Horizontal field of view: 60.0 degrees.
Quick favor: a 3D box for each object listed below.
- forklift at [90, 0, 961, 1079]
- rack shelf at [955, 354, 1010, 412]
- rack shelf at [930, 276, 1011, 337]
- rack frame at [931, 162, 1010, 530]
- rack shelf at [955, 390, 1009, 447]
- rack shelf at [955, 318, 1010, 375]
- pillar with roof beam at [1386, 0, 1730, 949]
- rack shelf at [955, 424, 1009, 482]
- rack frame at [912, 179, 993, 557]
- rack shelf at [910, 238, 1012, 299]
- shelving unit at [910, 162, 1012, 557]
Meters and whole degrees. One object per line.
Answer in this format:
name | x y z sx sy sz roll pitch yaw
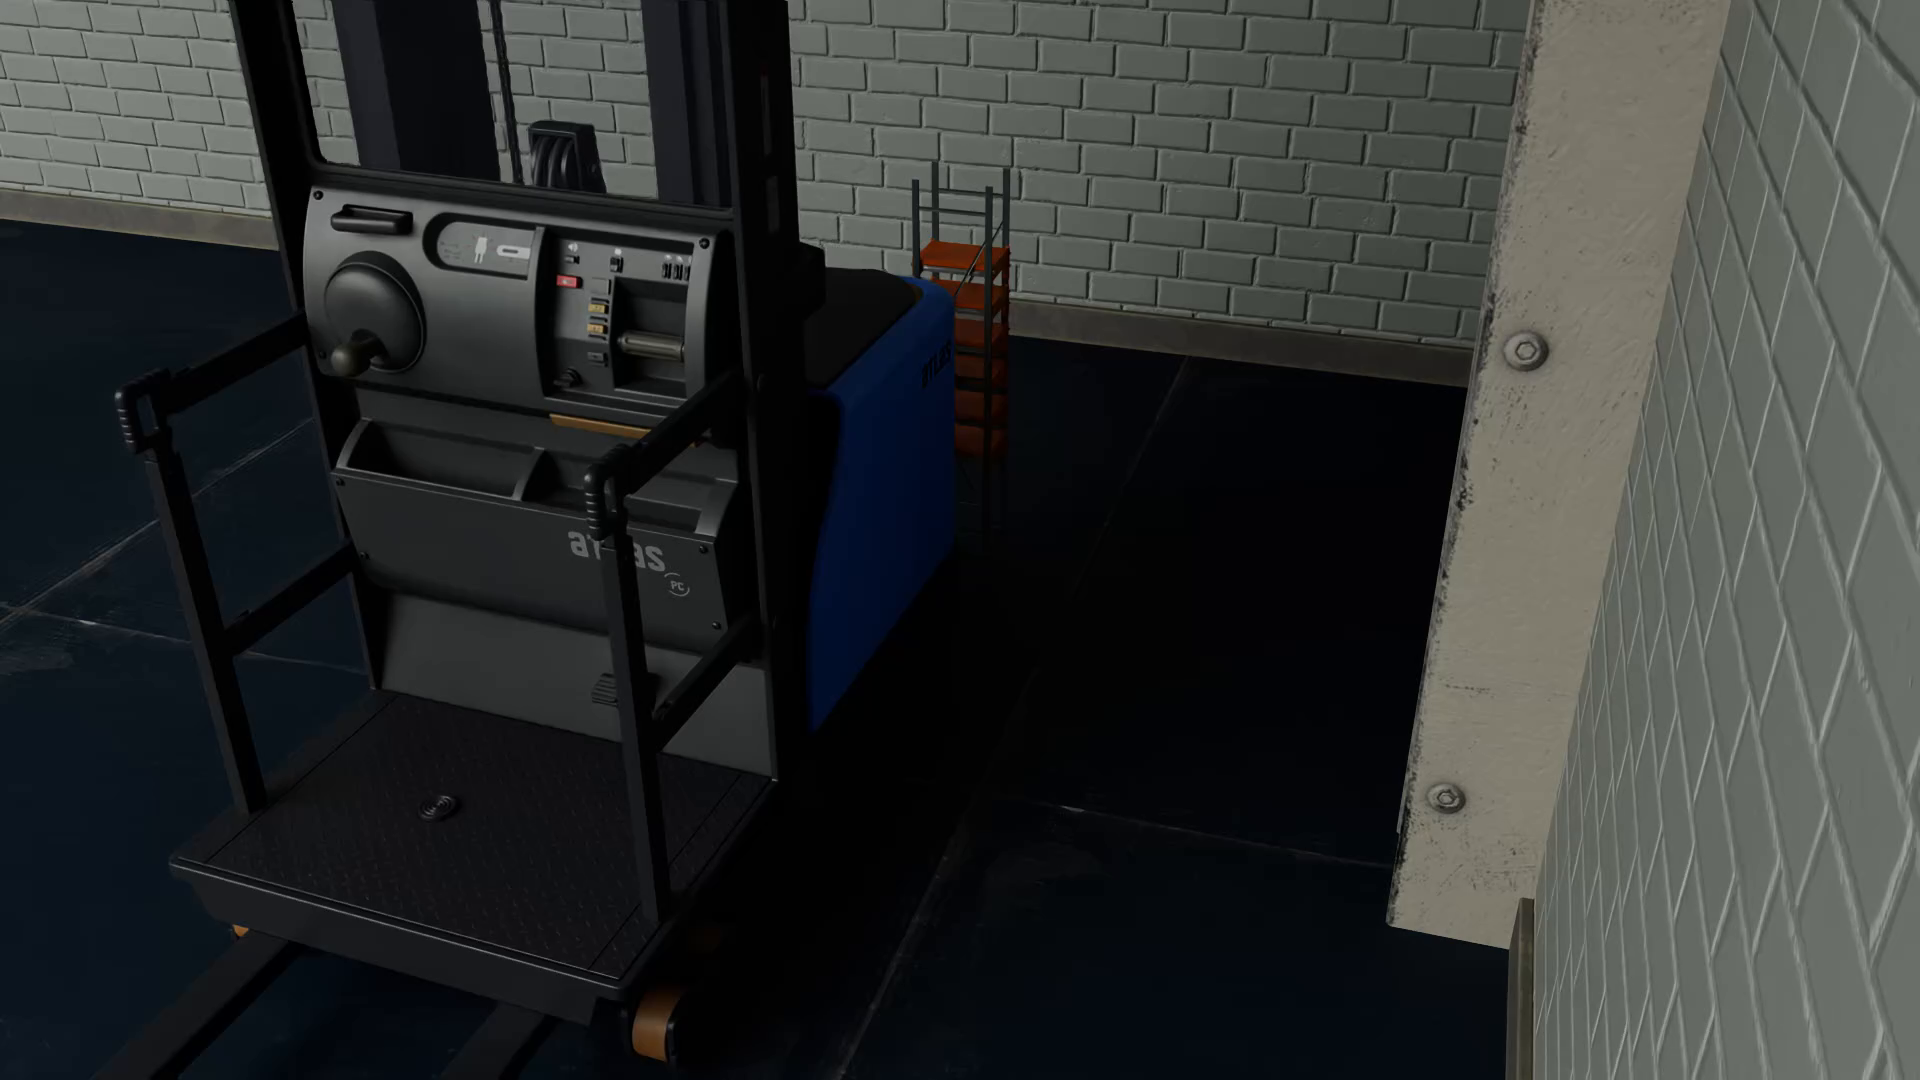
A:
forklift | -0.975 -0.432 3.127 1.130 2.935 3.031 10 31 17
rack shelf | 0.004 -0.492 5.108 0.258 0.103 0.180 8 30 15
rack shelf | 0.004 -0.702 4.991 0.258 0.103 0.180 8 30 15
rack frame | 0.031 -0.574 5.163 0.240 1.200 0.006 8 30 15
rack shelf | 0.004 -0.387 5.166 0.258 0.103 0.180 8 30 15
rack shelf | 0.004 -0.597 5.050 0.258 0.103 0.180 8 30 15
pillar with roof beam | -2.940 -3.740 2.833 9.100 9.000 0.400 8 30 15
rack shelf | 0.004 -0.282 5.225 0.258 0.103 0.180 8 30 15
rack frame | -0.023 -0.489 5.010 0.240 1.200 0.006 8 30 15
rack shelf | 0.004 -0.807 4.933 0.258 0.103 0.180 8 30 15
shelving unit | 0.004 -0.531 5.086 0.258 1.200 0.189 8 30 15
